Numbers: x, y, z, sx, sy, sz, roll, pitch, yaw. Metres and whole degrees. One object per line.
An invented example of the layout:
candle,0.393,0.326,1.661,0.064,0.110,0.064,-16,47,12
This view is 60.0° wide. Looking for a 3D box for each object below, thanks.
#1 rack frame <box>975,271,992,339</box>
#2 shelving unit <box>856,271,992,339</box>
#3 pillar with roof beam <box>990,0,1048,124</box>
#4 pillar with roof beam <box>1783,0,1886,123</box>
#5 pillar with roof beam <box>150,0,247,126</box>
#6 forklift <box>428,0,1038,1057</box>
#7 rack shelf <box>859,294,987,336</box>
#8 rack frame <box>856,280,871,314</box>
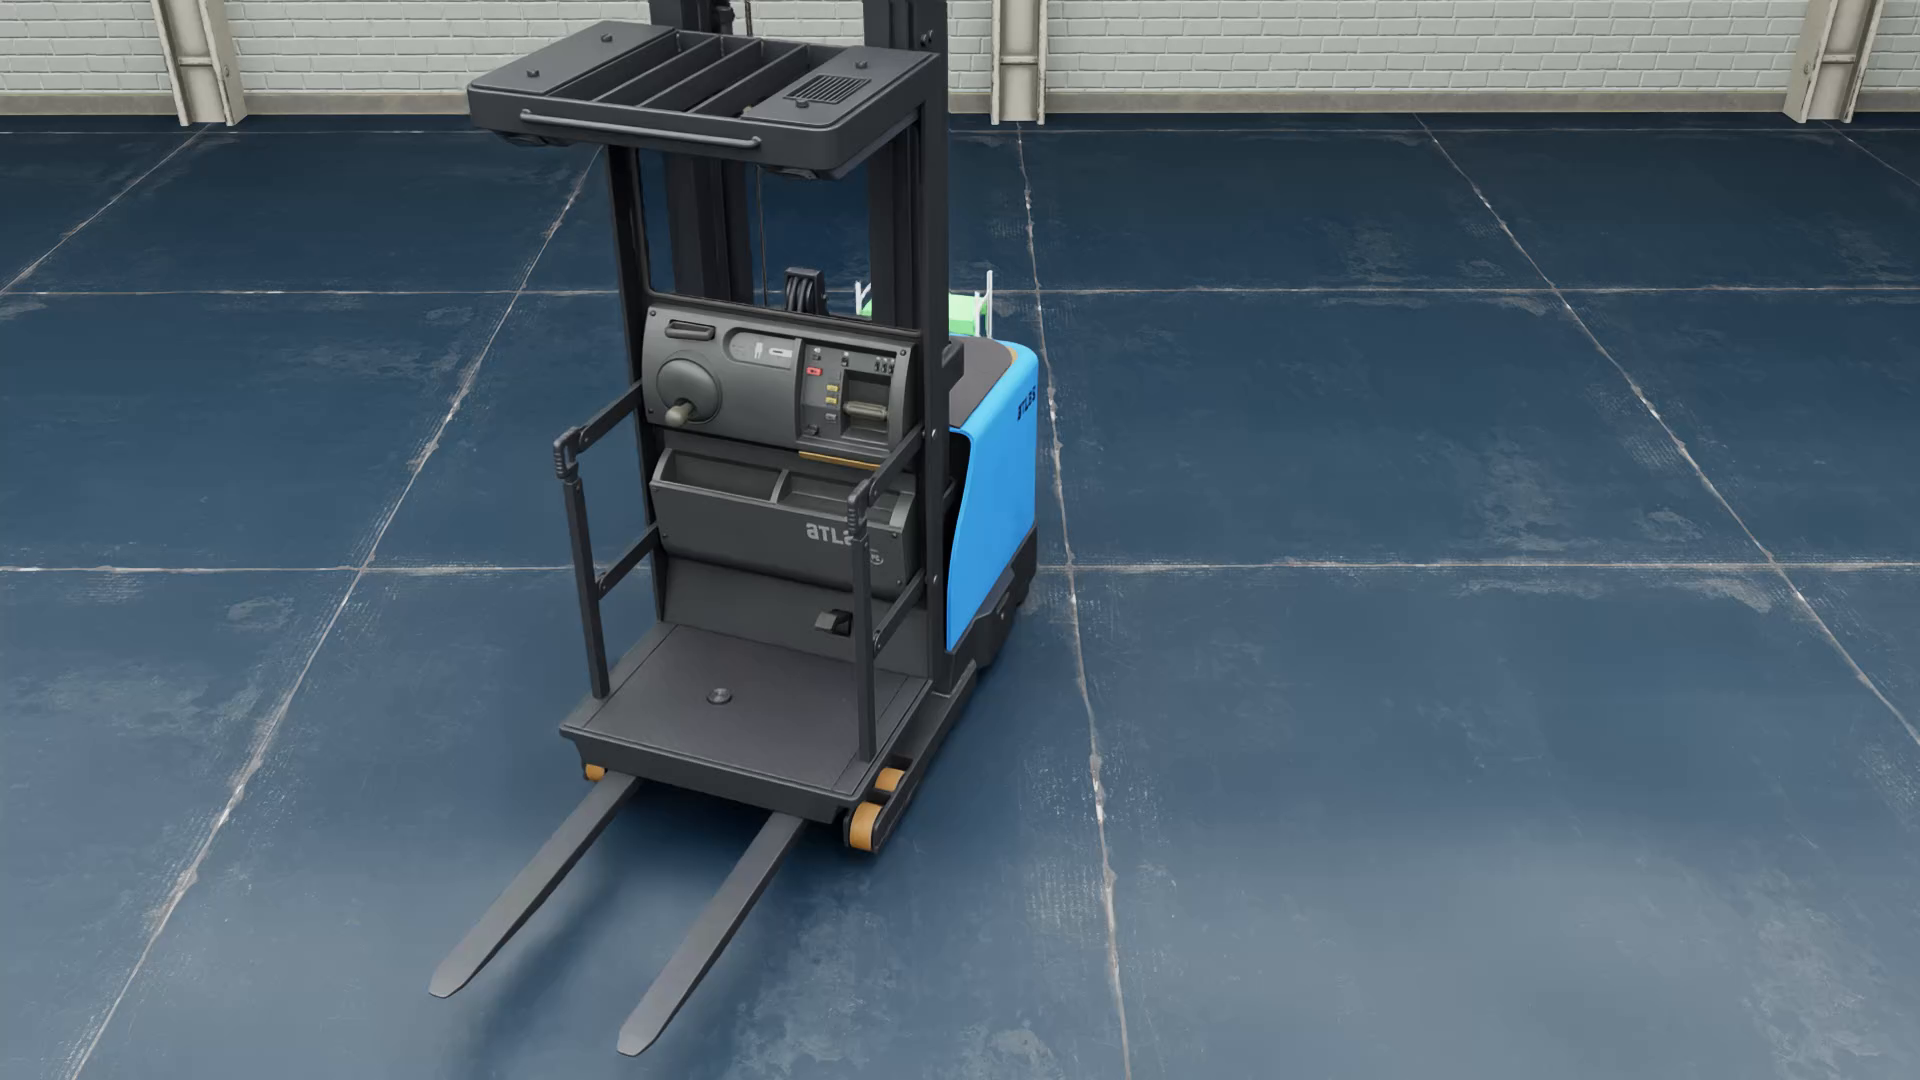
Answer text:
rack frame,0.094,-0.518,6.946,0.015,1.200,0.240,7,32,12
shelving unit,-0.142,-0.548,6.997,0.503,1.200,0.258,7,32,12
pillar with roof beam,0.456,-4.777,6.449,0.400,9.000,9.100,0,31,0
pillar with roof beam,6.456,-4.796,6.480,0.400,9.000,9.100,0,31,0
pillar with roof beam,-5.544,-4.759,6.418,0.400,9.000,9.100,0,31,0
forklift,-0.671,-0.458,5.179,1.130,2.935,3.031,11,33,17
rack shelf,-0.142,-0.904,6.781,0.480,0.148,0.258,7,32,12
rack frame,-0.379,-0.578,7.047,0.015,1.200,0.240,7,32,12
